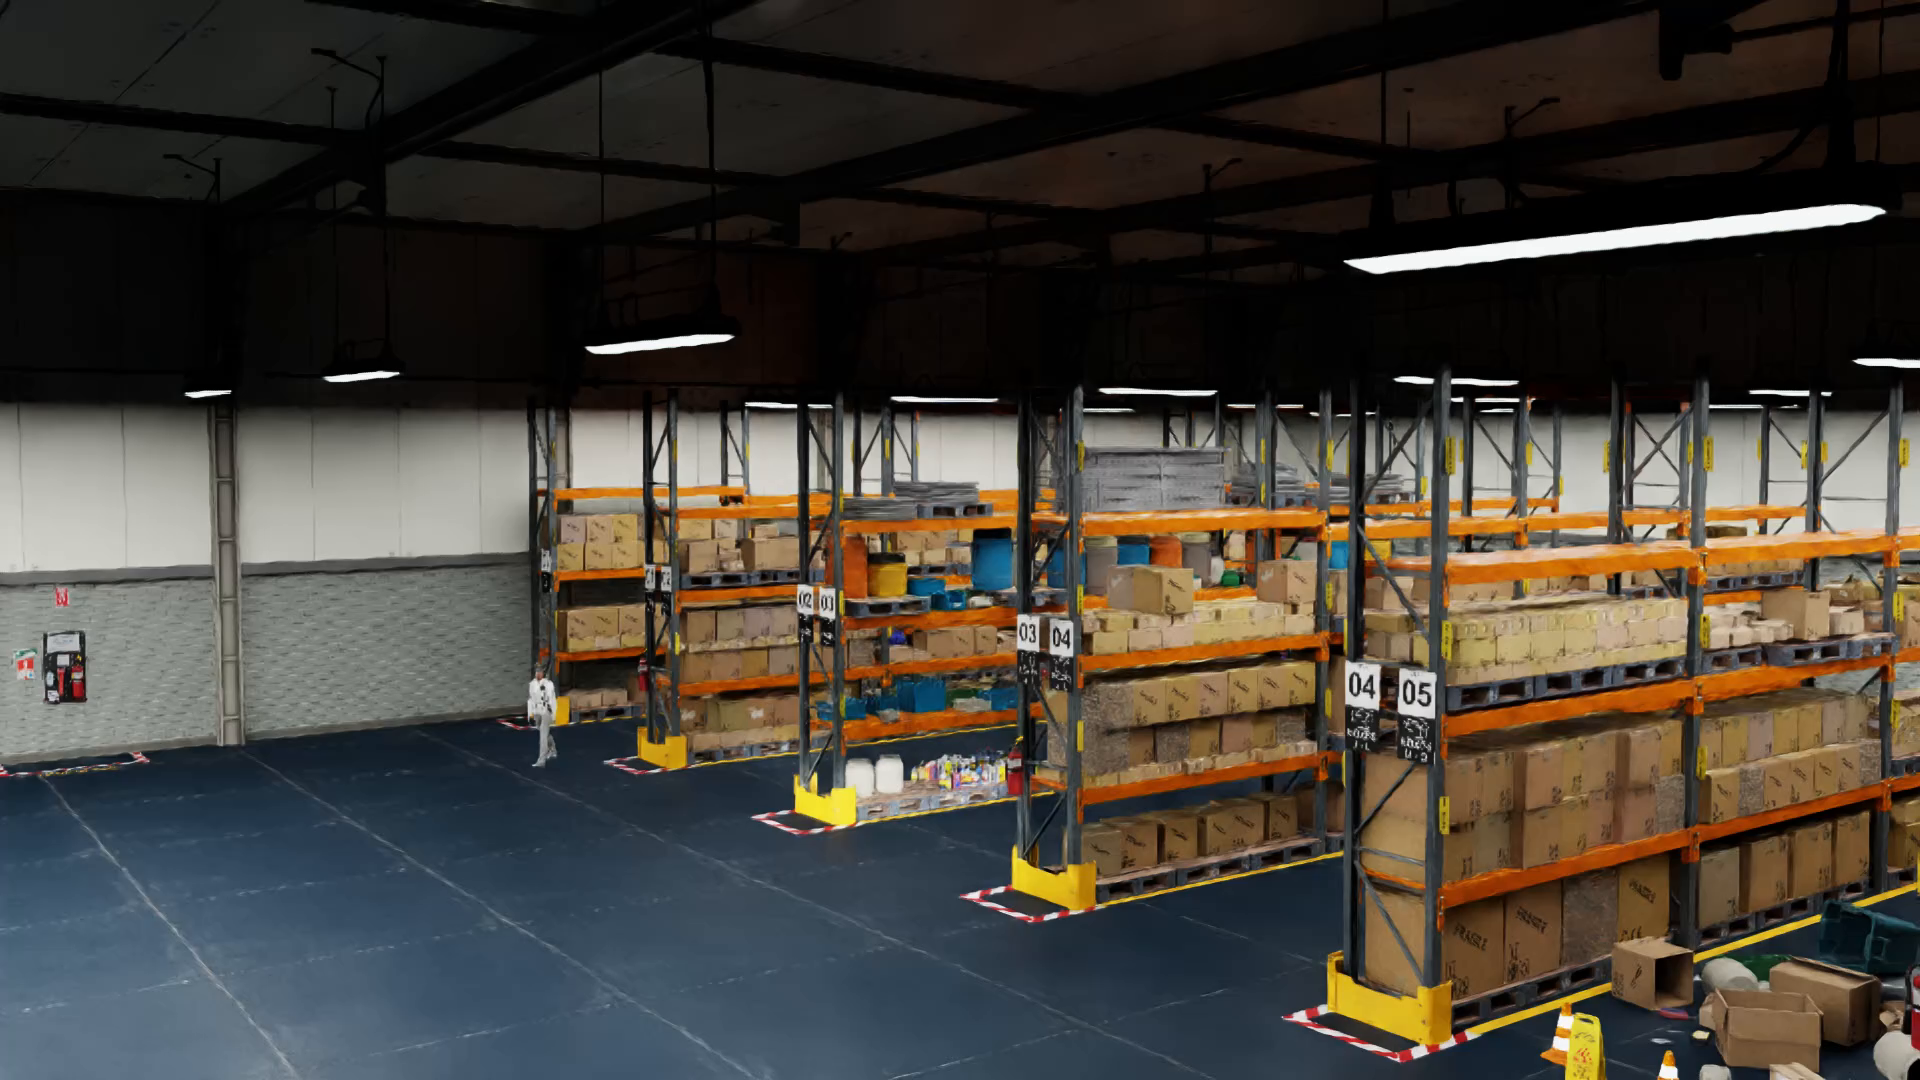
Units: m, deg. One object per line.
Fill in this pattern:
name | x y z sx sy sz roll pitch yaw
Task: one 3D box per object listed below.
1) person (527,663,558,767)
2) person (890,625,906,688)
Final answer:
person | -6.677 2.765 26.566 0.543 1.645 0.913 2 4 27
person | -1.224 2.414 32.988 0.360 1.724 0.526 2 4 26
